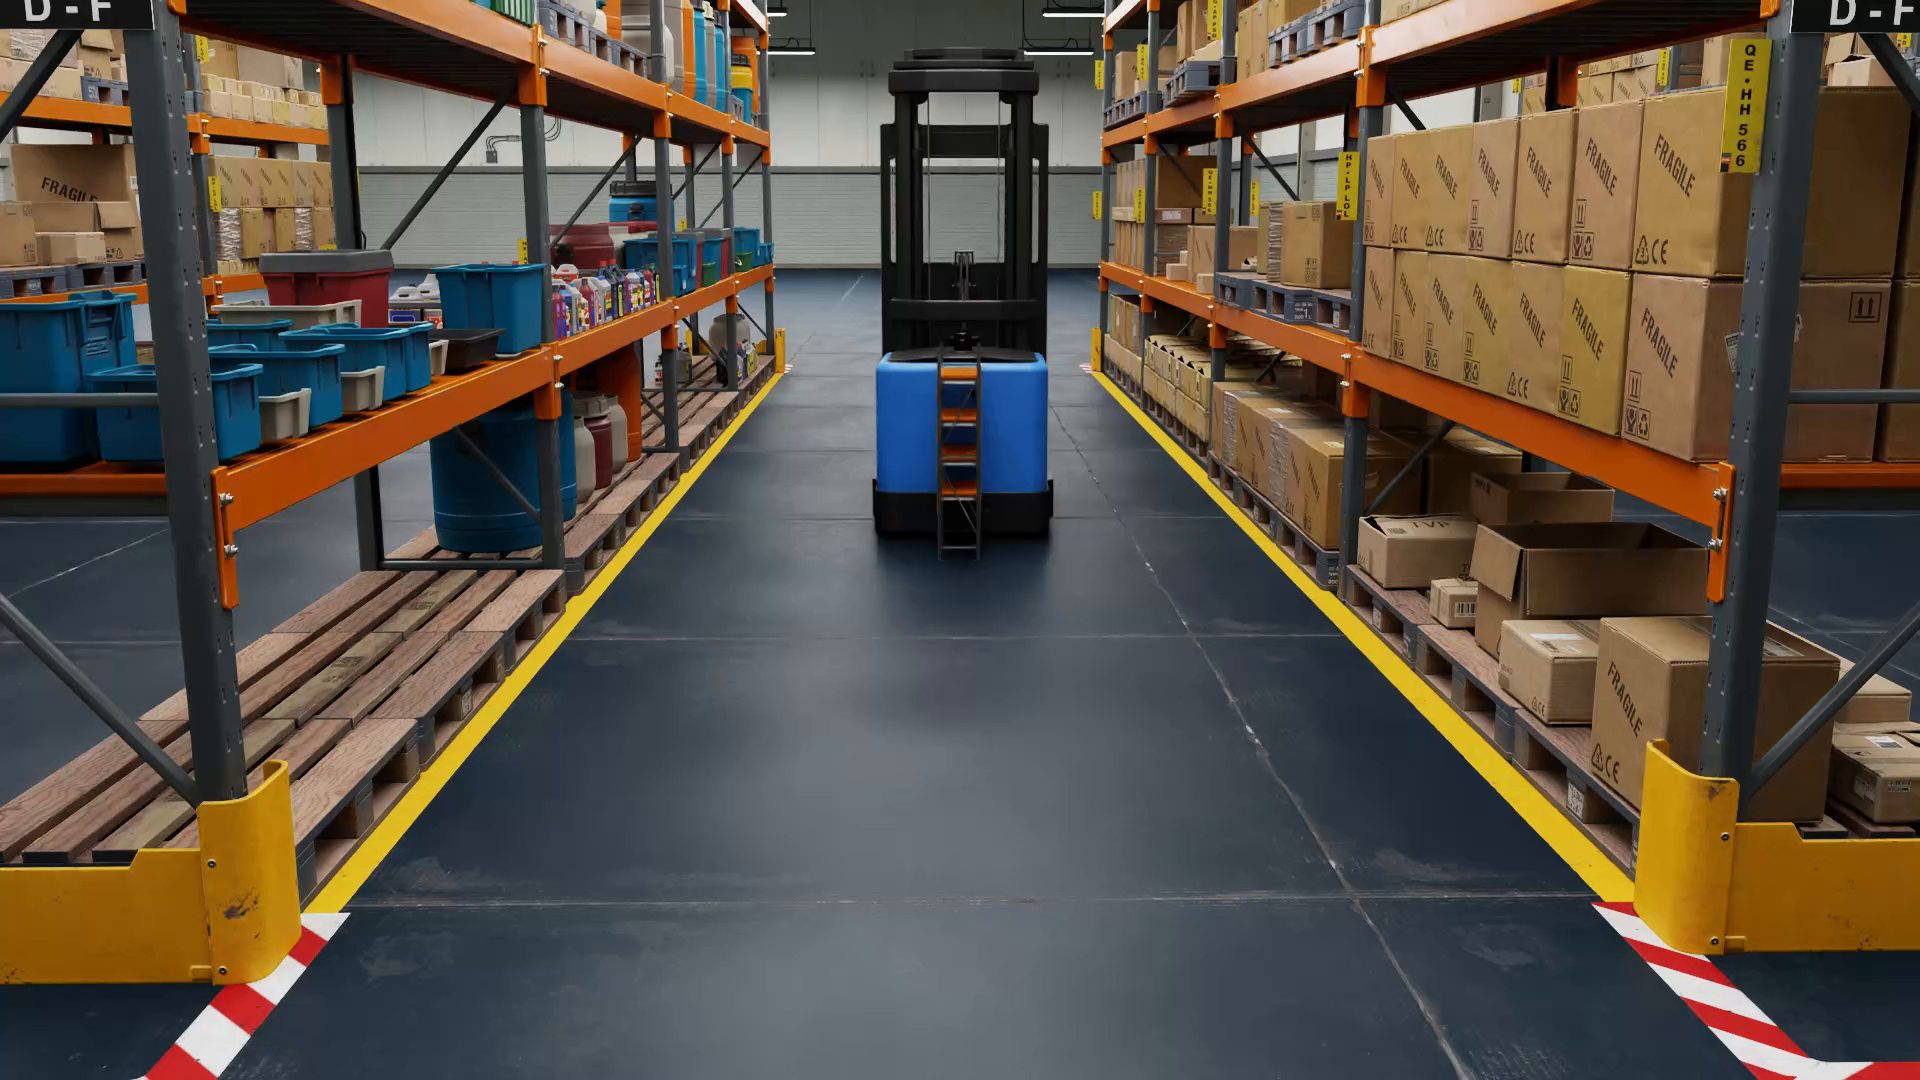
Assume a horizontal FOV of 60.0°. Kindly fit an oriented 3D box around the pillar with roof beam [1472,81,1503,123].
[{"bbox_3d":[3.601,-7.547,24.625,9.100,9.000,0.400,0,11,-1],"label":"pillar with roof beam"}]

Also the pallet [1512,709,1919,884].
[{"bbox_3d":[2.509,0.828,5.450,1.003,0.211,1.213,0,11,-1],"label":"pallet"}]

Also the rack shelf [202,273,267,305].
[{"bbox_3d":[-7.665,-2.756,17.909,1.077,0.370,4.000,0,11,-1],"label":"rack shelf"}]

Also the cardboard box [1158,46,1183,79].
[{"bbox_3d":[2.372,-4.874,17.327,0.797,0.503,0.637,1,12,5],"label":"cardboard box"}]

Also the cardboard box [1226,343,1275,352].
[{"bbox_3d":[2.600,-1.602,14.861,0.500,0.311,0.500,0,11,-1],"label":"cardboard box"}]

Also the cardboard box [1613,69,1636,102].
[{"bbox_3d":[6.978,-4.501,16.854,0.500,0.500,0.500,-1,12,-6],"label":"cardboard box"}]

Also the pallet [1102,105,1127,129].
[{"bbox_3d":[2.186,-4.832,19.011,1.003,0.211,1.213,0,11,-1],"label":"pallet"}]

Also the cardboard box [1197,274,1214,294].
[{"bbox_3d":[2.068,-2.010,13.056,0.380,0.149,0.250,0,11,-1],"label":"cardboard box"}]

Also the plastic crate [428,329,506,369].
[{"bbox_3d":[-2.215,-0.814,7.070,0.437,0.125,0.590,0,11,-1],"label":"plastic crate"}]

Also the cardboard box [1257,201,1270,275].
[{"bbox_3d":[2.489,-2.086,11.489,0.700,0.500,0.500,-4,12,-20],"label":"cardboard box"}]

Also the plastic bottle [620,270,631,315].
[{"bbox_3d":[-2.131,-1.573,10.563,0.061,0.283,0.133,0,11,-1],"label":"plastic bottle"}]

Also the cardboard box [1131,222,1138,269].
[{"bbox_3d":[2.229,-3.195,18.010,0.700,0.500,0.500,0,11,1],"label":"cardboard box"}]

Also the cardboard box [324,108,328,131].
[{"bbox_3d":[-7.443,-4.808,19.046,0.500,0.250,0.500,0,11,0],"label":"cardboard box"}]

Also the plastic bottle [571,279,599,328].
[{"bbox_3d":[-2.155,-1.358,9.520,0.152,0.276,0.135,0,11,-1],"label":"plastic bottle"}]

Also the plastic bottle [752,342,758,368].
[{"bbox_3d":[-2.258,-2.024,18.219,0.061,0.283,0.133,0,11,0],"label":"plastic bottle"}]

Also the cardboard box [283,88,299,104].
[{"bbox_3d":[-7.369,-4.786,17.933,0.380,0.149,0.250,-1,11,-4],"label":"cardboard box"}]

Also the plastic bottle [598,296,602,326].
[{"bbox_3d":[-2.130,-1.345,9.642,0.097,0.201,0.097,0,11,0],"label":"plastic bottle"}]

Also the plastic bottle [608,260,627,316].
[{"bbox_3d":[-2.169,-1.574,10.399,0.144,0.351,0.185,0,11,-1],"label":"plastic bottle"}]

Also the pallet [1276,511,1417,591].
[{"bbox_3d":[2.391,0.044,9.310,1.003,0.211,1.213,0,11,-1],"label":"pallet"}]

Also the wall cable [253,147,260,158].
[{"bbox_3d":[-22.823,-11.275,50.812,3.097,2.526,0.112,0,11,-1],"label":"wall cable"}]

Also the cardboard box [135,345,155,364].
[{"bbox_3d":[-7.642,-1.485,15.013,0.700,0.500,0.500,0,11,-2],"label":"cardboard box"}]

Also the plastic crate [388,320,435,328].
[{"bbox_3d":[-2.640,-0.948,7.701,0.396,0.136,0.243,0,11,-1],"label":"plastic crate"}]

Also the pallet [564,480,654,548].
[{"bbox_3d":[-2.509,-0.171,10.372,1.003,0.211,1.213,0,11,-1],"label":"pallet"}]

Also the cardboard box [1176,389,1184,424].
[{"bbox_3d":[2.087,-1.120,13.895,0.500,0.250,0.500,0,11,0],"label":"cardboard box"}]

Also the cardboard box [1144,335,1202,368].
[{"bbox_3d":[2.040,-1.801,15.841,0.500,0.311,0.500,0,11,-1],"label":"cardboard box"}]

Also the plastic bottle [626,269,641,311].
[{"bbox_3d":[-2.158,-1.648,10.963,0.097,0.271,0.097,0,11,0],"label":"plastic bottle"}]

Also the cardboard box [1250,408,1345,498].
[{"bbox_3d":[2.124,-0.547,10.393,0.500,0.500,0.500,-1,11,-3],"label":"cardboard box"}]

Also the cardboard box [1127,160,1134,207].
[{"bbox_3d":[2.223,-3.923,18.336,0.700,0.500,0.500,0,11,-1],"label":"cardboard box"}]

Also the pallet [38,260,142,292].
[{"bbox_3d":[-7.623,-2.215,13.916,1.003,0.211,1.213,0,11,-1],"label":"pallet"}]

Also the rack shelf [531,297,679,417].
[{"bbox_3d":[-2.548,-1.186,10.171,1.077,0.370,4.000,0,11,-1],"label":"rack shelf"}]

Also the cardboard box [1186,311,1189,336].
[{"bbox_3d":[2.565,-2.170,17.182,0.500,0.500,0.500,0,11,-1],"label":"cardboard box"}]

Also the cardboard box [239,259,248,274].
[{"bbox_3d":[-7.353,-2.731,16.609,0.380,0.149,0.250,0,11,-1],"label":"cardboard box"}]

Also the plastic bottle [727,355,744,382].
[{"bbox_3d":[-2.275,-1.741,16.842,0.152,0.276,0.135,0,11,1],"label":"plastic bottle"}]

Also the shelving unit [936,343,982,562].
[{"bbox_3d":[-0.002,-0.513,9.571,0.258,1.200,0.503,0,11,1],"label":"shelving unit"}]

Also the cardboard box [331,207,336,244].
[{"bbox_3d":[-7.723,-3.591,19.218,0.875,0.500,0.500,0,11,-1],"label":"cardboard box"}]

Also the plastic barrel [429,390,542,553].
[{"bbox_3d":[-2.501,-0.427,8.840,0.600,0.901,0.708,0,11,-1],"label":"plastic barrel"}]

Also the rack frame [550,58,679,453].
[{"bbox_3d":[-2.589,-1.936,12.059,1.000,3.000,0.127,0,11,-1],"label":"rack frame"}]

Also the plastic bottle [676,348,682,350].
[{"bbox_3d":[-2.984,-1.874,17.494,0.152,0.276,0.135,0,11,0],"label":"plastic bottle"}]

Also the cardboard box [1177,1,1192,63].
[{"bbox_3d":[2.254,-4.598,15.070,0.500,0.500,0.500,0,11,0],"label":"cardboard box"}]

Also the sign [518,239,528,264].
[{"bbox_3d":[-3.139,-2.013,12.024,0.100,0.325,0.005,0,11,-1],"label":"sign"}]

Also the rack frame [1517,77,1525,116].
[{"bbox_3d":[7.150,-6.507,19.501,1.000,3.000,0.127,0,11,-1],"label":"rack frame"}]

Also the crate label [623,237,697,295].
[{"bbox_3d":[-2.340,-2.152,13.034,0.502,0.435,0.616,0,11,-1],"label":"crate label"}]

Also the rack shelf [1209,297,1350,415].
[{"bbox_3d":[2.404,-1.206,10.267,1.077,0.370,4.000,0,11,-1],"label":"rack shelf"}]

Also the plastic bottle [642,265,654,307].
[{"bbox_3d":[-2.150,-1.755,11.456,0.061,0.283,0.133,0,11,-1],"label":"plastic bottle"}]

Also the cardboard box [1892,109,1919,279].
[{"bbox_3d":[2.783,-0.994,4.648,0.500,0.500,0.500,0,11,1],"label":"cardboard box"}]

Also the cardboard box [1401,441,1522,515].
[{"bbox_3d":[2.679,-0.248,8.920,0.500,0.500,0.500,-1,11,-4],"label":"cardboard box"}]

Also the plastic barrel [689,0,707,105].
[{"bbox_3d":[-2.418,-4.087,13.854,0.600,0.901,0.708,0,11,-1],"label":"plastic barrel"}]

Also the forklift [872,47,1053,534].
[{"bbox_3d":[0.033,-1.714,11.137,1.130,2.935,3.031,0,11,1],"label":"forklift"}]

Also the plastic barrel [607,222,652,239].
[{"bbox_3d":[-2.856,-2.461,14.304,0.433,0.535,0.433,0,11,0],"label":"plastic barrel"}]

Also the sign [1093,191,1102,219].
[{"bbox_3d":[1.643,-4.008,19.895,0.100,0.325,0.005,0,11,-1],"label":"sign"}]

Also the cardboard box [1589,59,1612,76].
[{"bbox_3d":[6.908,-5.102,17.303,0.500,0.500,0.500,-1,11,-3],"label":"cardboard box"}]

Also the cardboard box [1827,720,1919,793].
[{"bbox_3d":[2.858,0.673,5.217,0.380,0.166,0.250,0,11,-1],"label":"cardboard box"}]

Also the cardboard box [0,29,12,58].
[{"bbox_3d":[-7.294,-3.774,12.066,0.500,0.500,0.500,0,11,-1],"label":"cardboard box"}]

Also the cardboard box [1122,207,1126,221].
[{"bbox_3d":[2.013,-3.629,18.519,0.380,0.149,0.250,-1,11,-3],"label":"cardboard box"}]

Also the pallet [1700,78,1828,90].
[{"bbox_3d":[7.164,-3.821,14.276,1.213,0.211,1.003,0,11,-1],"label":"pallet"}]
